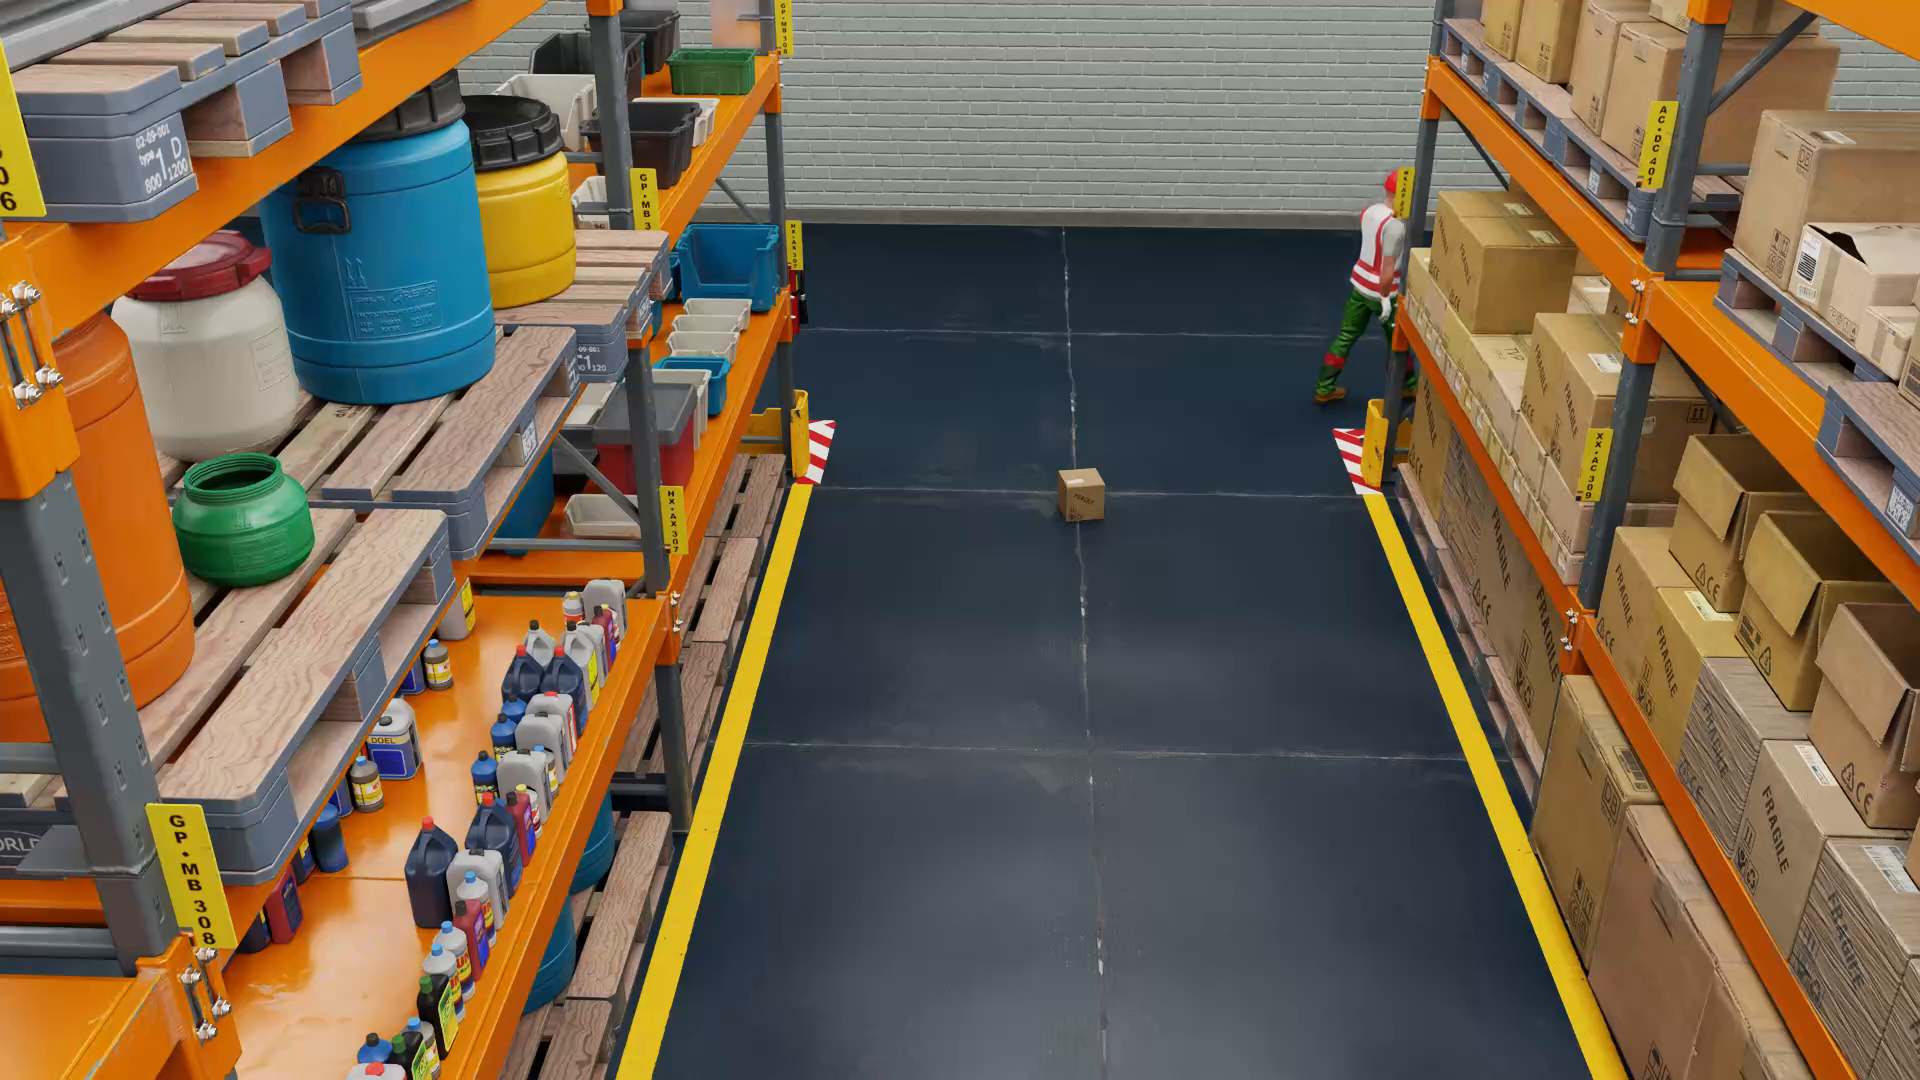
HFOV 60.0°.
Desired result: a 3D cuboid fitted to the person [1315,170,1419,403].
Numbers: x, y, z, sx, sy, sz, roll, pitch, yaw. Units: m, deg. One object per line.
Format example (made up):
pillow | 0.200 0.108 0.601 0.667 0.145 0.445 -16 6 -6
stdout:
person | 3.110 -1.823 12.067 0.956 1.758 0.549 -10 29 -18
